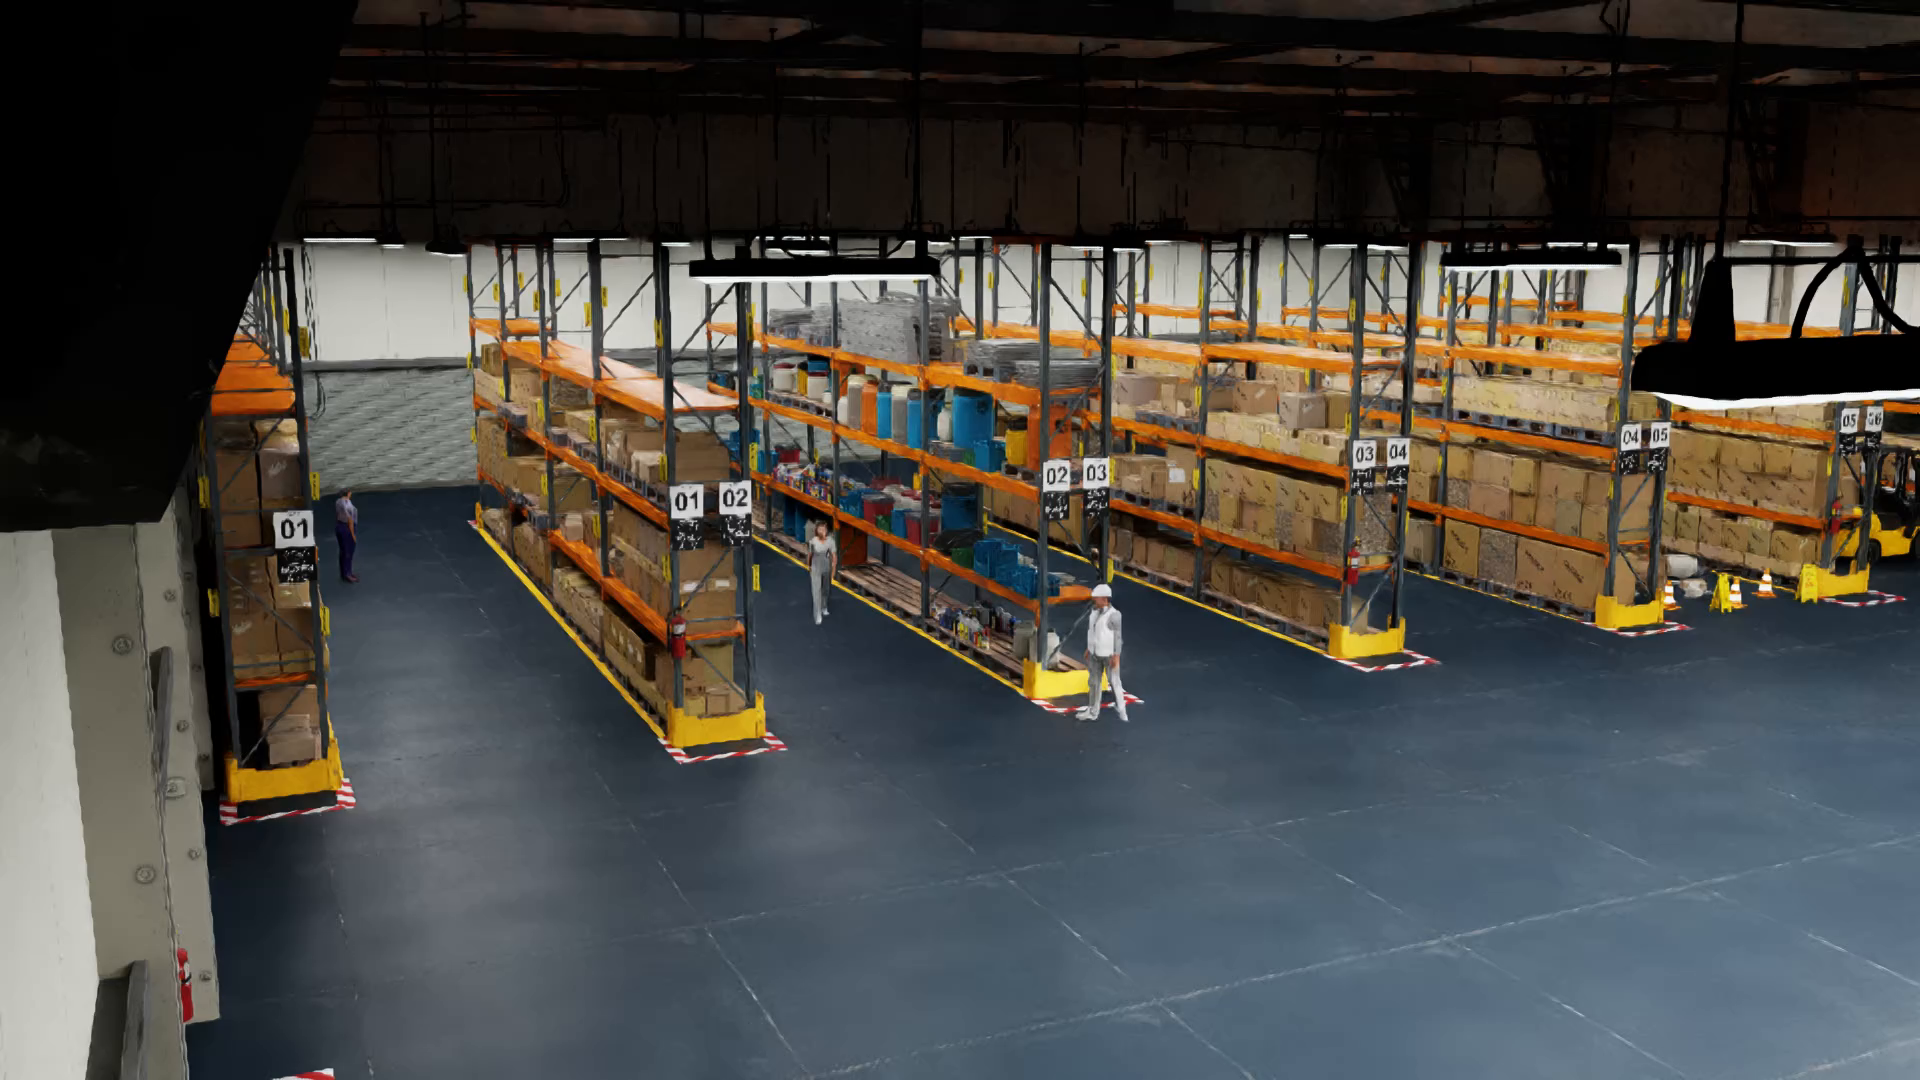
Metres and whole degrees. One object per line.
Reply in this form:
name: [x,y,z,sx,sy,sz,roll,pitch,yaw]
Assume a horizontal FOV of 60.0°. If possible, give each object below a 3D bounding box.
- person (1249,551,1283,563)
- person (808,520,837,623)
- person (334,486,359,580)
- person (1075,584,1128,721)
person: [5.642,-0.399,30.886,0.451,1.586,1.099,-5,12,-26]
person: [-2.172,0.480,26.374,0.445,1.598,1.019,-3,11,-14]
person: [-10.851,-0.087,29.465,0.357,1.558,0.559,-9,14,-39]
person: [1.841,1.427,21.133,0.539,1.773,0.634,-9,14,-40]
